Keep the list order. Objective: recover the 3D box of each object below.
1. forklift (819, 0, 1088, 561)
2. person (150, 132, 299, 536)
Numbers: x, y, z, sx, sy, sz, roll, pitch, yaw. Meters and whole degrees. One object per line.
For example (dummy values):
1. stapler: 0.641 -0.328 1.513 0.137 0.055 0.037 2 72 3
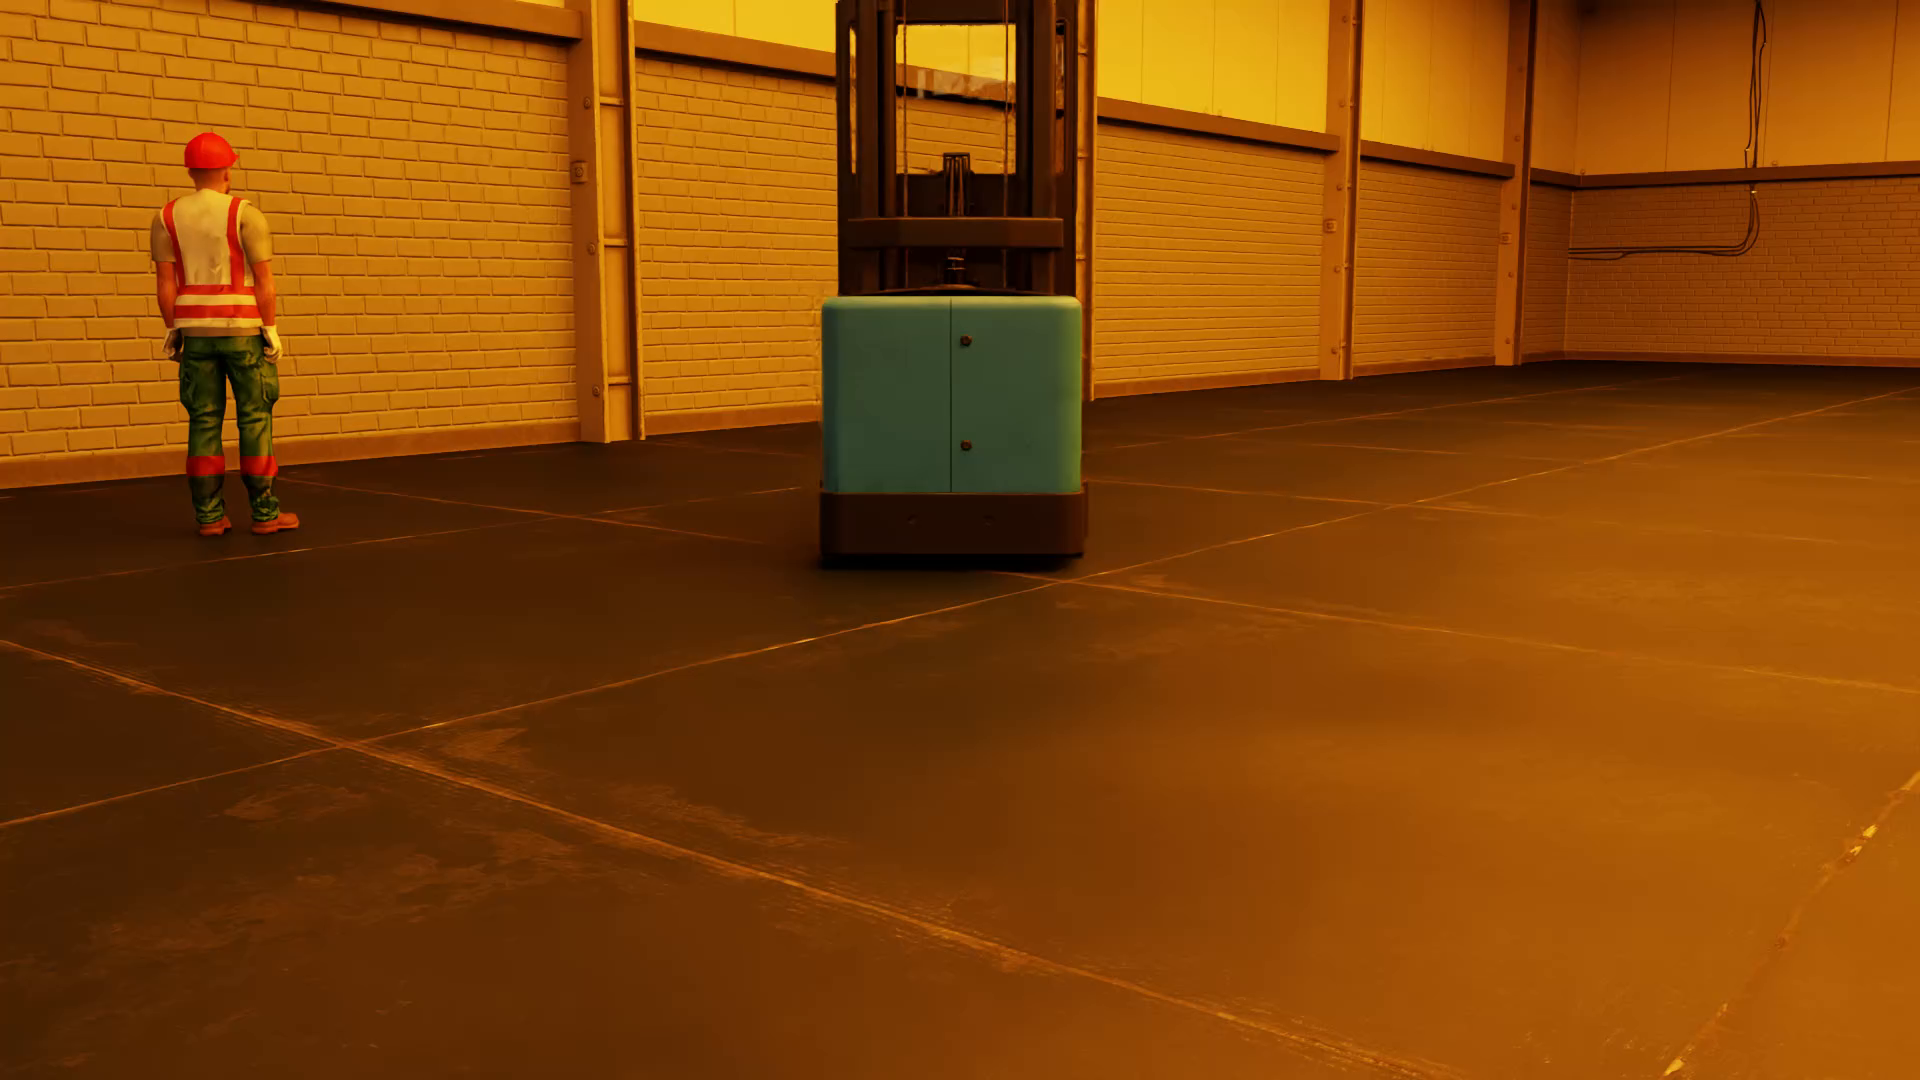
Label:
1. forklift: -0.008 -1.542 7.820 1.130 2.935 3.031 0 8 1
2. person: -3.332 -0.922 7.529 0.525 1.796 0.366 -1 8 -5
